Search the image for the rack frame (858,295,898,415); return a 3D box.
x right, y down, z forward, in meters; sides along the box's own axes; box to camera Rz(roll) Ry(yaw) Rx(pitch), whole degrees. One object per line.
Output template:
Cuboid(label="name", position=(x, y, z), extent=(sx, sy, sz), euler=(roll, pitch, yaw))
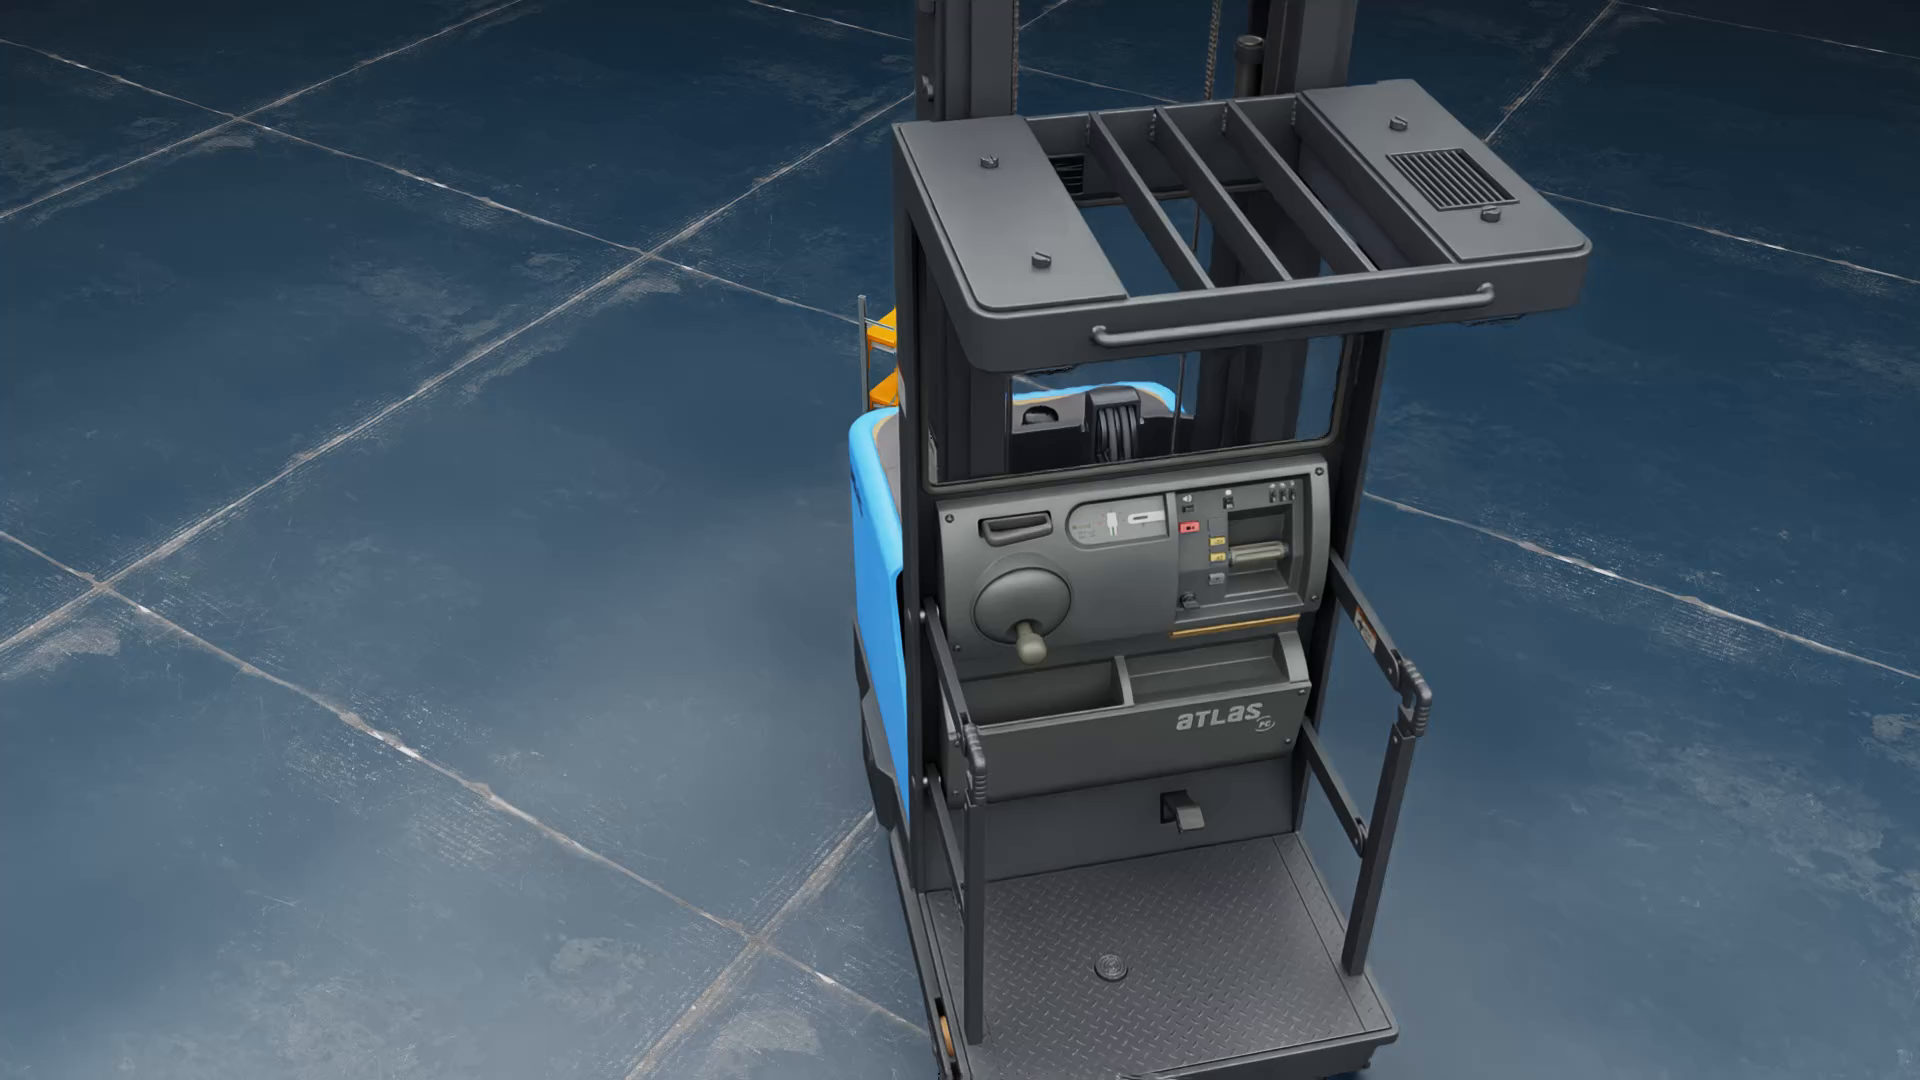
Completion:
Cuboid(label="rack frame", position=(-0.219, -0.264, 5.610), extent=(0.240, 1.200, 0.015), euler=(21, 42, 25))

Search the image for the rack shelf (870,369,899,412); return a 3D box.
Cuboid(label="rack shelf", position=(-0.089, -0.514, 5.677), extent=(0.258, 0.148, 0.480), euler=(21, 42, 25))

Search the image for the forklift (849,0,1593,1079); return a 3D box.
Cuboid(label="forklift", position=(0.459, 0.120, 3.694), extent=(1.130, 2.935, 3.031), euler=(-7, 38, -9))

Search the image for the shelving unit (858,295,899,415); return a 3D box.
Cuboid(label="shelving unit", position=(-0.089, -0.390, 5.773), extent=(0.258, 1.200, 0.503), euler=(21, 42, 25))

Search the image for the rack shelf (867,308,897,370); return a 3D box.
Cuboid(label="rack shelf", position=(-0.089, -0.701, 5.533), extent=(0.258, 0.148, 0.480), euler=(21, 42, 25))
